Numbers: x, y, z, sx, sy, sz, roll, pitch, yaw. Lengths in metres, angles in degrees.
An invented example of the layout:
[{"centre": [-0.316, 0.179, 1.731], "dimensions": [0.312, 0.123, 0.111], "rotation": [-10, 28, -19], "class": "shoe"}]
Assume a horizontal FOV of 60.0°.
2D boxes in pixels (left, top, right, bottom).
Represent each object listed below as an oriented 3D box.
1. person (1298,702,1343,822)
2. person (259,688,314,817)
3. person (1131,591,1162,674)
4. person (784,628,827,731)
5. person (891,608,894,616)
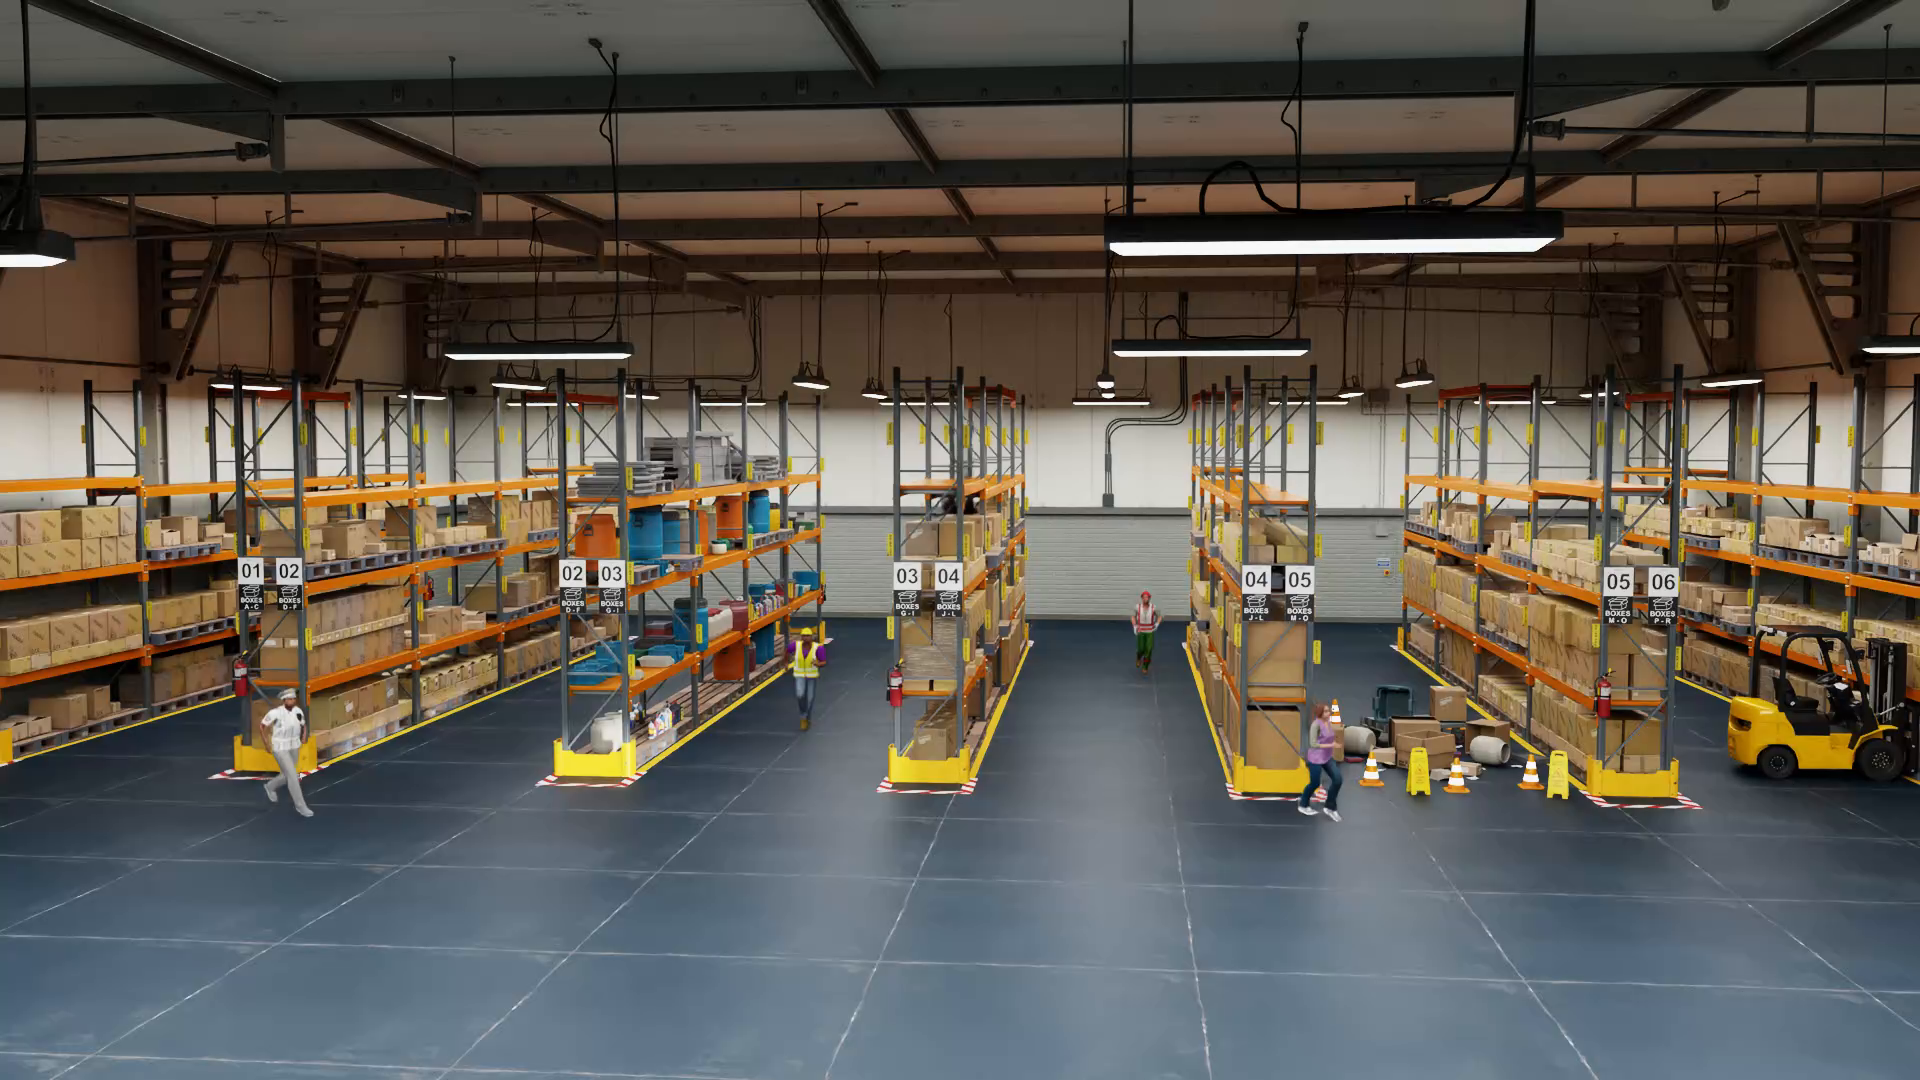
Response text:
[{"centre": [4.668, 2.880, 21.619], "dimensions": [0.507, 1.602, 0.735], "rotation": [-3, 5, -40], "class": "person"}, {"centre": [-8.971, 2.794, 22.104], "dimensions": [0.975, 1.690, 0.600], "rotation": [2, 4, 33], "class": "person"}, {"centre": [3.948, 1.951, 35.164], "dimensions": [0.649, 1.754, 0.646], "rotation": [0, 4, 6], "class": "person"}, {"centre": [-2.641, 2.362, 28.406], "dimensions": [0.732, 1.760, 0.816], "rotation": [0, 4, -4], "class": "person"}, {"centre": [-1.122, 1.879, 35.980], "dimensions": [0.733, 1.791, 0.925], "rotation": [0, 4, -3], "class": "person"}]
